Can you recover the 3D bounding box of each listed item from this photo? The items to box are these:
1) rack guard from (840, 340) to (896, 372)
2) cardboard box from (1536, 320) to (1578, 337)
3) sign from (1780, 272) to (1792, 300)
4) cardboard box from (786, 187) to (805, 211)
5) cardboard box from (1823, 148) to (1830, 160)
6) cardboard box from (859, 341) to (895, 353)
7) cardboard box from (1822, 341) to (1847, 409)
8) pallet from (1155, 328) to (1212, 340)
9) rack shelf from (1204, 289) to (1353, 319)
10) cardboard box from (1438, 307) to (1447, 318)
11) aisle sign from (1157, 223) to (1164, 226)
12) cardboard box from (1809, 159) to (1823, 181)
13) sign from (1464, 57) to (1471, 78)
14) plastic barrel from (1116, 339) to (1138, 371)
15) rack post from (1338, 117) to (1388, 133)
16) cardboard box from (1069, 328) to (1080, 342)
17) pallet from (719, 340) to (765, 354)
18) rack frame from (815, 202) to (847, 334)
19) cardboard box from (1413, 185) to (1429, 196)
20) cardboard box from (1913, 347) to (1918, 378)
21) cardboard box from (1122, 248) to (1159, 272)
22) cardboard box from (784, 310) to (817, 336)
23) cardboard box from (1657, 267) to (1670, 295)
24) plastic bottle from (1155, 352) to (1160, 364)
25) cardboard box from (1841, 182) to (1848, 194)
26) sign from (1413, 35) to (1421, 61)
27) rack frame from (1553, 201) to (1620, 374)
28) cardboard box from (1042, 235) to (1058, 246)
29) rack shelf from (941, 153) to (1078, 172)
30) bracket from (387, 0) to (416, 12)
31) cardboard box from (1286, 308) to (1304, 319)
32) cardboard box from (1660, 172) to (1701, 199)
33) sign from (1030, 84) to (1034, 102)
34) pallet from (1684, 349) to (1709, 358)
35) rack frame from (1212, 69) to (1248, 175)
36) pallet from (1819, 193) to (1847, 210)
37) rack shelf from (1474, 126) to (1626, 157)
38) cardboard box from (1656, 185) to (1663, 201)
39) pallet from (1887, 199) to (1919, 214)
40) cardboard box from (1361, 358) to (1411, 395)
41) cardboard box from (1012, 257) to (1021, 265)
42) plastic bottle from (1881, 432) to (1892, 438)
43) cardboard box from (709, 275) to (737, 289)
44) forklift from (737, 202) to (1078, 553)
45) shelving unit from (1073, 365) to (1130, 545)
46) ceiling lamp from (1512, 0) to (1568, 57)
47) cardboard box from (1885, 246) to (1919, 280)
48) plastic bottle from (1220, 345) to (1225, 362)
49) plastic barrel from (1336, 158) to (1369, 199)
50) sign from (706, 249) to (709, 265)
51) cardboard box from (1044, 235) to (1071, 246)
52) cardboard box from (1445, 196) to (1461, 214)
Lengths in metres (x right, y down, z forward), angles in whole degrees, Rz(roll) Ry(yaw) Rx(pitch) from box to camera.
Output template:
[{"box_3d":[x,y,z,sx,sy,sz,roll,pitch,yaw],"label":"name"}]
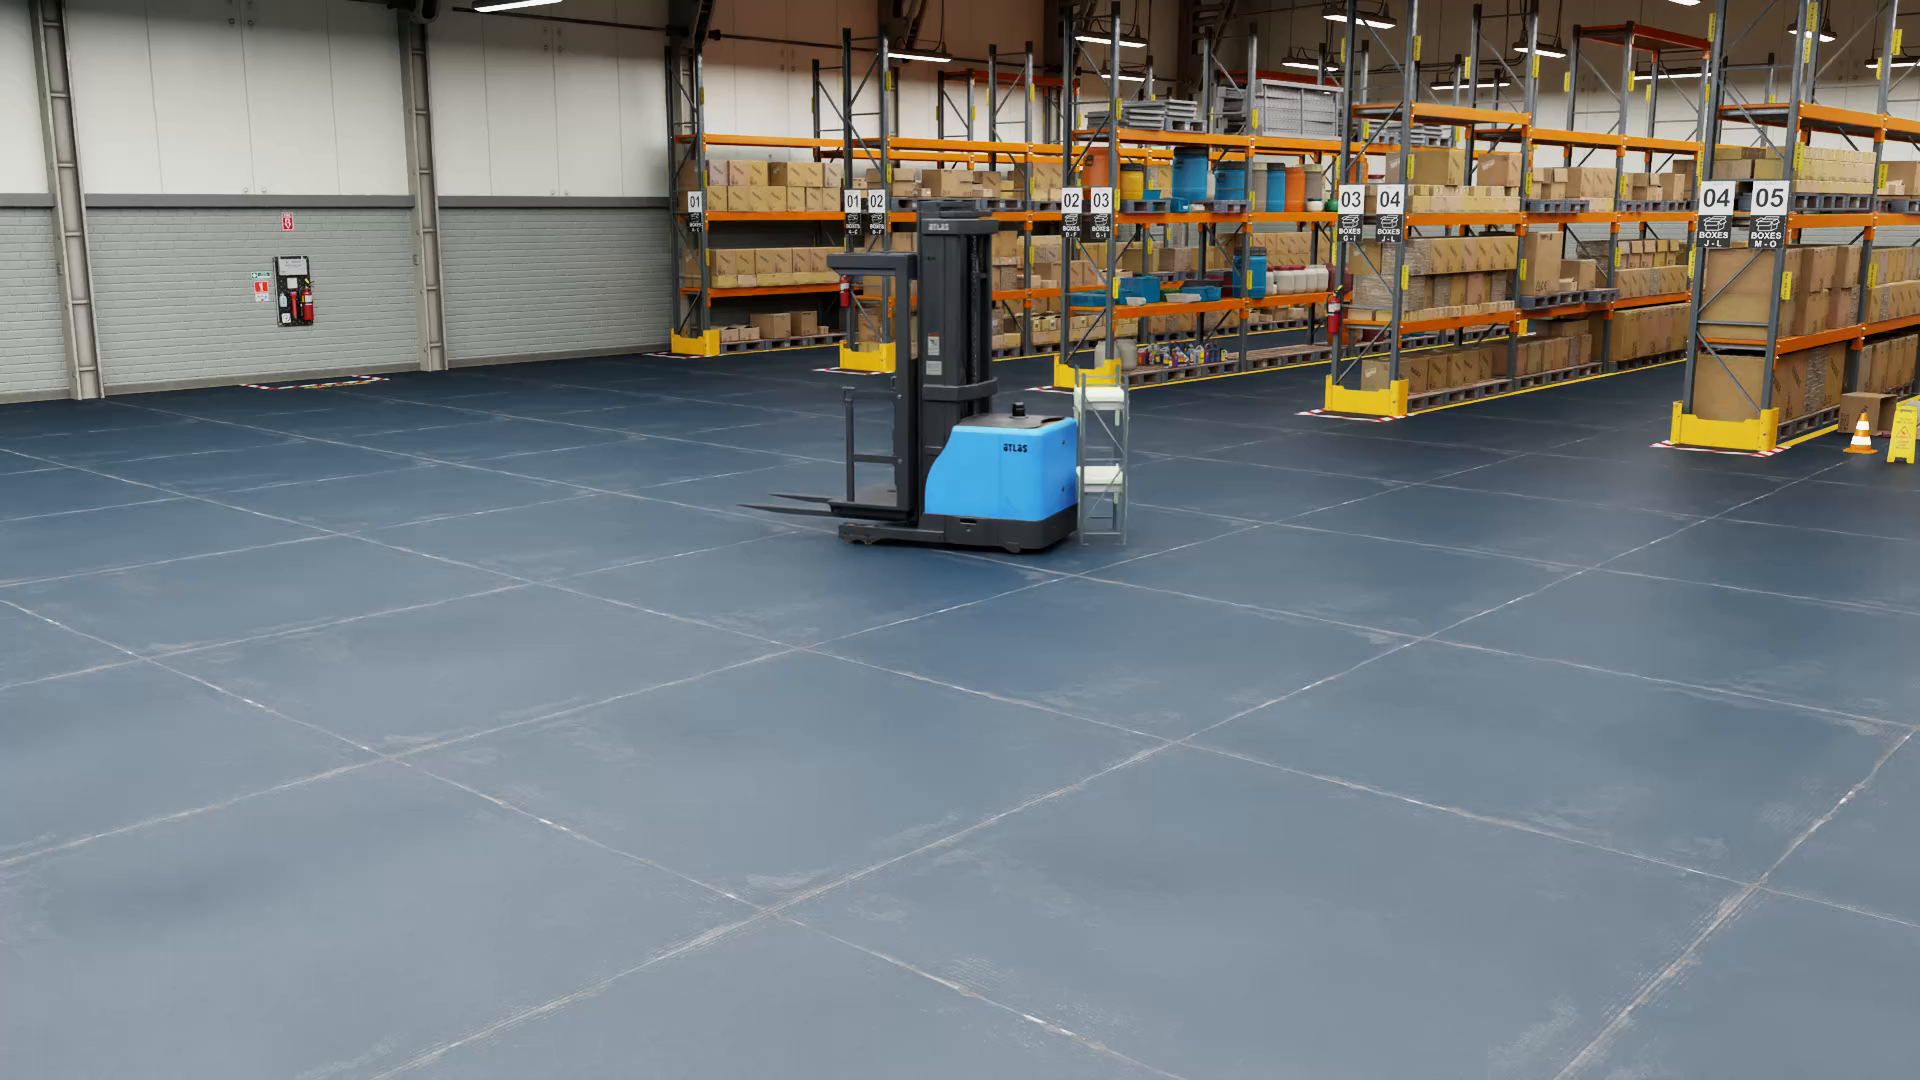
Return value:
[{"box_3d":[-1.677,-3.351,30.211,1.175,0.500,0.348,10,15,40],"label":"rack guard"},{"box_3d":[10.297,-3.652,28.680,0.500,0.250,0.500,-10,15,-41],"label":"cardboard box"},{"box_3d":[9.850,-3.033,19.827,0.100,0.325,0.005,10,15,40],"label":"sign"},{"box_3d":[-3.572,-7.073,34.500,0.500,0.500,0.500,9,14,38],"label":"cardboard box"},{"box_3d":[10.568,-4.794,20.674,0.380,0.149,0.250,9,15,39],"label":"cardboard box"},{"box_3d":[-1.529,-3.555,30.799,0.500,0.250,0.500,10,15,40],"label":"cardboard box"},{"box_3d":[11.610,-2.312,22.979,0.875,0.875,0.875,10,15,41],"label":"cardboard box"},{"box_3d":[4.947,-4.673,37.570,1.003,0.211,1.213,10,15,40],"label":"pallet"},{"box_3d":[6.018,-4.469,31.265,1.077,0.370,4.000,10,15,40],"label":"rack shelf"},{"box_3d":[6.965,-3.371,24.574,0.380,0.149,0.250,10,15,40],"label":"cardboard box"},{"box_3d":[5.450,-8.821,44.578,0.394,0.787,0.004,10,15,40],"label":"aisle sign"},{"box_3d":[10.283,-4.554,20.489,0.500,0.250,0.500,10,15,40],"label":"cardboard box"},{"box_3d":[7.998,-7.436,26.176,0.100,0.325,0.005,10,15,40],"label":"sign"},{"box_3d":[2.765,-3.106,27.881,0.421,0.512,0.421,0,11,0],"label":"plastic barrel"},{"box_3d":[7.786,-8.133,32.648,0.954,0.300,0.937,10,15,40],"label":"rack post"},{"box_3d":[2.110,-4.205,34.055,0.500,0.250,0.500,9,15,39],"label":"cardboard box"},{"box_3d":[-4.771,-3.979,34.093,1.003,0.211,1.213,10,15,40],"label":"pallet"},{"box_3d":[-2.744,-5.809,36.135,1.000,3.000,0.127,10,15,40],"label":"rack frame"},{"box_3d":[6.377,-4.928,23.432,0.380,0.149,0.250,10,15,42],"label":"cardboard box"},{"box_3d":[15.376,-2.871,26.736,0.500,0.500,0.500,9,14,38],"label":"cardboard box"},{"box_3d":[3.951,-6.119,36.363,0.700,0.500,0.500,4,12,21],"label":"cardboard box"},{"box_3d":[-3.399,-4.641,35.546,0.500,0.500,0.500,8,14,36],"label":"cardboard box"},{"box_3d":[12.924,-4.860,31.128,0.500,0.500,0.500,10,15,40],"label":"cardboard box"},{"box_3d":[3.445,-3.179,28.991,0.097,0.201,0.097,0,11,0],"label":"plastic bottle"},{"box_3d":[11.238,-4.551,21.495,0.380,0.149,0.250,10,15,40],"label":"cardboard box"},{"box_3d":[6.185,-6.667,22.531,0.100,0.325,0.005,10,15,40],"label":"sign"},{"box_3d":[11.059,-4.476,29.462,1.000,3.000,0.127,10,15,40],"label":"rack frame"},{"box_3d":[2.076,-7.382,41.033,0.500,0.250,0.500,10,15,42],"label":"cardboard box"},{"box_3d":[1.217,-9.084,40.076,1.077,0.370,4.000,10,15,40],"label":"rack shelf"},{"box_3d":[-9.540,-9.152,28.368,0.235,0.232,0.430,10,15,40],"label":"bracket"},{"box_3d":[8.077,-5.554,40.756,0.500,0.250,0.500,10,15,40],"label":"cardboard box"},{"box_3d":[14.171,-6.962,32.669,0.700,0.500,0.500,9,14,37],"label":"cardboard box"},{"box_3d":[1.380,-8.571,31.859,0.100,0.325,0.005,10,15,40],"label":"sign"},{"box_3d":[14.260,-3.799,33.191,1.003,0.211,1.213,10,15,40],"label":"pallet"},{"box_3d":[6.260,-9.288,38.236,1.000,3.000,0.127,10,15,40],"label":"rack frame"},{"box_3d":[10.724,-4.361,21.455,1.003,0.211,1.213,10,15,40],"label":"pallet"},{"box_3d":[9.739,-6.575,27.511,1.077,0.370,4.000,10,15,40],"label":"rack shelf"},{"box_3d":[12.907,-6.548,31.332,0.500,0.311,0.500,9,14,38],"label":"cardboard box"},{"box_3d":[13.597,-4.931,24.567,1.003,0.211,1.213,11,16,43],"label":"pallet"},{"box_3d":[6.203,-2.369,24.222,0.500,0.500,0.500,-9,14,-37],"label":"cardboard box"},{"box_3d":[0.961,-5.468,32.518,0.380,0.149,0.250,10,15,40],"label":"cardboard box"},{"box_3d":[11.958,-1.341,21.270,0.283,0.061,0.133,4,12,21],"label":"plastic bottle"},{"box_3d":[-4.824,-5.187,33.355,0.500,0.250,0.500,9,15,39],"label":"cardboard box"},{"box_3d":[-0.523,-1.492,14.699,3.031,2.935,1.130,5,12,22],"label":"forklift"},{"box_3d":[1.236,-0.764,14.707,0.431,1.500,0.755,0,11,-1],"label":"shelving unit"},{"box_3d":[11.530,-11.024,32.029,0.800,3.185,2.000,10,15,40],"label":"ceiling lamp"},{"box_3d":[14.414,-4.294,25.745,0.700,0.500,0.500,10,15,40],"label":"cardboard box"},{"box_3d":[4.628,-3.298,29.377,0.061,0.283,0.133,11,16,43],"label":"plastic bottle"},{"box_3d":[7.715,-7.087,32.707,0.600,0.830,0.708,10,15,40],"label":"plastic barrel"},{"box_3d":[-4.977,-5.574,32.752,0.100,0.325,0.005,10,15,40],"label":"sign"},{"box_3d":[2.421,-7.456,41.404,0.500,0.250,0.500,10,15,42],"label":"cardboard box"},{"box_3d":[6.956,-4.883,24.224,0.500,0.250,0.500,10,15,40],"label":"cardboard box"}]
